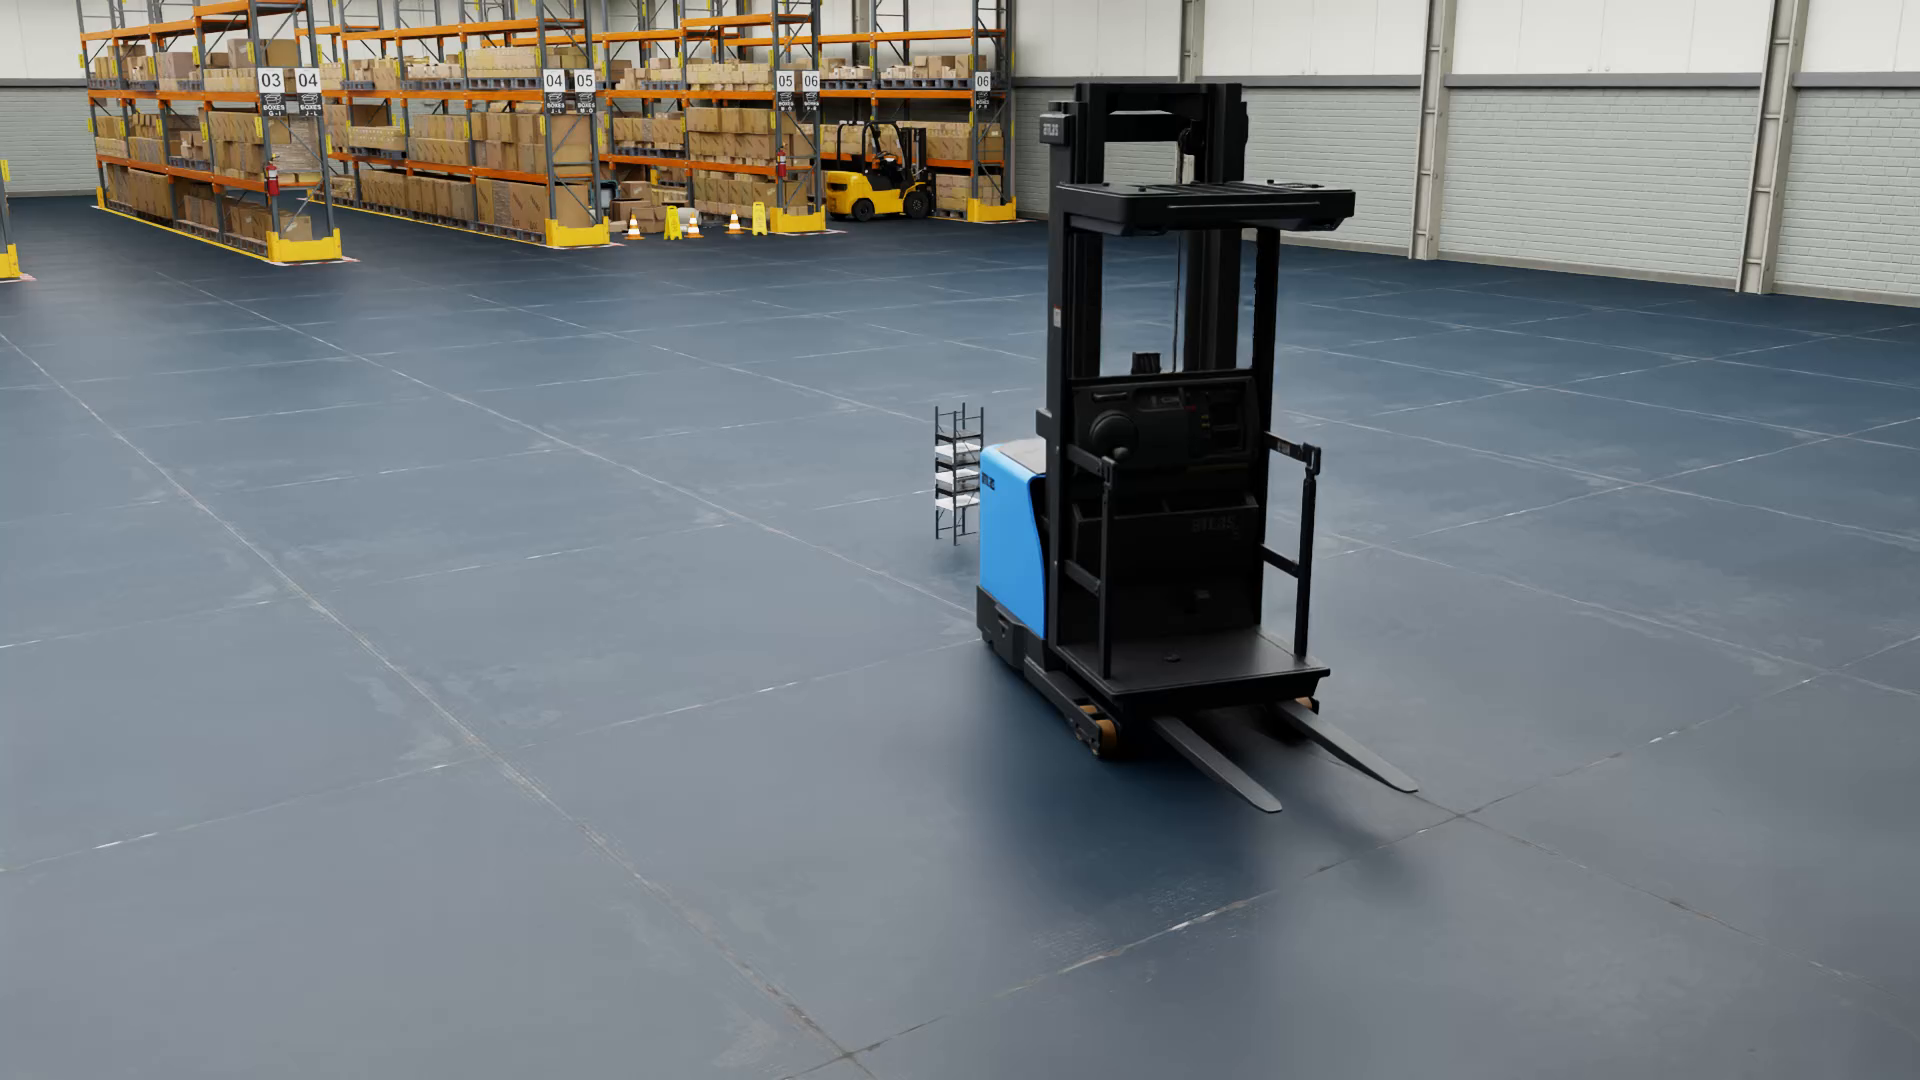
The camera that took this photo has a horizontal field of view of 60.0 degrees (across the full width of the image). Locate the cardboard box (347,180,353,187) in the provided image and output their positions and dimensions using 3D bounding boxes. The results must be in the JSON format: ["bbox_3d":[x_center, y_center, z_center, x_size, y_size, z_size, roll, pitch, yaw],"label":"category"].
[{"bbox_3d":[-14.917,-8.823,41.107,0.380,0.149,0.250,-11,19,-34],"label":"cardboard box"}]

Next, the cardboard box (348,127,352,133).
[{"bbox_3d":[-14.455,-9.837,39.888,0.380,0.149,0.250,-10,18,-32],"label":"cardboard box"}]

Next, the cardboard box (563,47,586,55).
[{"bbox_3d":[-7.198,-9.143,31.099,0.380,0.149,0.250,-11,19,-34],"label":"cardboard box"}]

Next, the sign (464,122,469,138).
[{"bbox_3d":[-10.044,-8.350,33.858,0.100,0.325,0.005,-11,19,-35],"label":"sign"}]

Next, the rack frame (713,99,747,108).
[{"bbox_3d":[-6.357,-11.185,46.261,1.000,3.000,0.127,-11,19,-35],"label":"rack frame"}]

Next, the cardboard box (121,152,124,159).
[{"bbox_3d":[-18.982,-8.824,38.110,0.380,0.149,0.250,-10,18,-33],"label":"cardboard box"}]

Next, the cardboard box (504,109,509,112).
[{"bbox_3d":[-12.052,-11.434,45.087,0.500,0.500,0.500,-11,19,-35],"label":"cardboard box"}]

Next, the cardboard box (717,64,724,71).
[{"bbox_3d":[-4.935,-10.028,35.318,0.380,0.149,0.250,-11,19,-35],"label":"cardboard box"}]

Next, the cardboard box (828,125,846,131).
[{"bbox_3d":[-3.058,-10.264,41.477,0.380,0.149,0.250,-11,19,-35],"label":"cardboard box"}]

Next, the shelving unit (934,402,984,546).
[{"bbox_3d":[-0.005,-0.436,10.964,0.258,0.900,0.210,-11,19,-35],"label":"shelving unit"}]

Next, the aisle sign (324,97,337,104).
[{"bbox_3d":[-16.467,-11.794,43.562,0.394,0.787,0.004,-11,19,-35],"label":"aisle sign"}]

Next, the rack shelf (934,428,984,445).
[{"bbox_3d":[-0.005,-0.664,10.901,0.258,0.077,0.200,-11,19,-35],"label":"rack shelf"}]

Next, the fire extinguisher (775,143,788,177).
[{"bbox_3d":[-3.620,-7.718,33.741,0.296,0.674,0.183,-11,19,-35],"label":"fire extinguisher"}]

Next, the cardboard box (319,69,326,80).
[{"bbox_3d":[-15.725,-11.631,41.545,0.500,0.250,0.500,-12,19,-37],"label":"cardboard box"}]

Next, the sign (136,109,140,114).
[{"bbox_3d":[-20.291,-10.484,41.057,0.100,0.325,0.005,-11,19,-35],"label":"sign"}]

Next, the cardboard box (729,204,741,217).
[{"bbox_3d":[-4.618,-7.082,35.681,0.500,0.250,0.500,-12,19,-37],"label":"cardboard box"}]

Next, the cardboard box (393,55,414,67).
[{"bbox_3d":[-12.411,-10.680,37.095,0.396,0.266,0.258,-11,19,-35],"label":"cardboard box"}]

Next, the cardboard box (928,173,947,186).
[{"bbox_3d":[-0.434,-8.246,38.040,0.500,0.250,0.500,-11,19,-34],"label":"cardboard box"}]

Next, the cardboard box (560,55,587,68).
[{"bbox_3d":[-7.335,-8.973,31.233,0.500,0.250,0.500,-11,19,-35],"label":"cardboard box"}]

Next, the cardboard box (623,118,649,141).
[{"bbox_3d":[-7.629,-9.712,39.330,0.500,0.500,0.500,-10,18,-32],"label":"cardboard box"}]

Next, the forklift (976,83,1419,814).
[{"bbox_3d":[1.034,-0.557,7.559,1.130,2.935,3.031,-5,16,-18],"label":"forklift"}]

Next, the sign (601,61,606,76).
[{"bbox_3d":[-8.472,-11.210,39.540,0.100,0.325,0.005,-11,19,-35],"label":"sign"}]

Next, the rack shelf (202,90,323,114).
[{"bbox_3d":[-12.506,-7.840,29.721,1.077,0.370,4.000,-11,19,-35],"label":"rack shelf"}]

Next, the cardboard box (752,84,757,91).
[{"bbox_3d":[-4.052,-9.320,34.241,0.380,0.149,0.250,-10,18,-33],"label":"cardboard box"}]

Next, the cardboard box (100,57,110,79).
[{"bbox_3d":[-19.812,-11.131,39.208,0.700,0.500,0.500,-12,20,-38],"label":"cardboard box"}]

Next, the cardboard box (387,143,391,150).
[{"bbox_3d":[-12.769,-8.939,37.733,0.380,0.149,0.250,-11,19,-35],"label":"cardboard box"}]

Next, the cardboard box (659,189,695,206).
[{"bbox_3d":[-6.402,-7.905,38.460,0.950,0.372,0.625,-10,18,-31],"label":"cardboard box"}]

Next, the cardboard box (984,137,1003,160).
[{"bbox_3d":[0.632,-8.820,37.430,0.500,0.500,0.500,-10,18,-33],"label":"cardboard box"}]

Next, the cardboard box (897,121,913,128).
[{"bbox_3d":[-1.254,-9.702,38.859,0.380,0.149,0.250,-10,18,-33],"label":"cardboard box"}]

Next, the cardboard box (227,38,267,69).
[{"bbox_3d":[-12.446,-8.485,29.013,0.500,0.500,0.500,-11,19,-35],"label":"cardboard box"}]

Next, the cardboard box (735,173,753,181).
[{"bbox_3d":[-4.565,-7.712,35.334,0.380,0.149,0.250,-10,18,-32],"label":"cardboard box"}]

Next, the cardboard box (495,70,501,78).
[{"bbox_3d":[-8.777,-9.037,32.221,0.380,0.149,0.250,-11,19,-34],"label":"cardboard box"}]

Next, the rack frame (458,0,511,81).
[{"bbox_3d":[-9.611,-10.809,33.524,1.000,3.000,0.127,-11,19,-35],"label":"rack frame"}]

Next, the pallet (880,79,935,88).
[{"bbox_3d":[-1.131,-10.703,38.985,1.003,0.211,1.213,-11,19,-35],"label":"pallet"}]

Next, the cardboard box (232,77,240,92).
[{"bbox_3d":[-12.410,-7.968,29.110,0.500,0.250,0.500,-10,18,-33],"label":"cardboard box"}]

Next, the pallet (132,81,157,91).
[{"bbox_3d":[-17.116,-9.745,35.675,1.003,0.211,1.213,-10,18,-32],"label":"pallet"}]

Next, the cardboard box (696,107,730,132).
[{"bbox_3d":[-5.300,-9.140,36.140,0.700,0.500,0.500,-11,19,-34],"label":"cardboard box"}]

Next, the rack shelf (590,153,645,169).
[{"bbox_3d":[-9.194,-9.640,41.978,1.077,0.370,4.000,-11,19,-35],"label":"rack shelf"}]

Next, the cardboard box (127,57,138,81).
[{"bbox_3d":[-18.037,-10.451,36.912,0.700,0.500,0.500,-10,18,-33],"label":"cardboard box"}]

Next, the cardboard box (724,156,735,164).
[{"bbox_3d":[-4.825,-8.144,35.624,0.380,0.149,0.250,-11,19,-35],"label":"cardboard box"}]

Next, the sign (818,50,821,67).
[{"bbox_3d":[-2.876,-9.804,33.878,0.100,0.325,0.005,-11,19,-35],"label":"sign"}]

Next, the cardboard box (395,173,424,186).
[{"bbox_3d":[-12.577,-8.234,37.997,0.500,0.250,0.500,-11,19,-36],"label":"cardboard box"}]

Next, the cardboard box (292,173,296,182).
[{"bbox_3d":[-11.437,-6.347,29.058,0.380,0.149,0.250,-11,19,-35],"label":"cardboard box"}]

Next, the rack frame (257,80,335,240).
[{"bbox_3d":[-11.330,-6.313,28.461,1.000,3.000,0.127,-11,19,-35],"label":"rack frame"}]

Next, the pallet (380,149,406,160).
[{"bbox_3d":[-12.468,-8.813,37.958,1.213,0.211,1.003,-11,19,-35],"label":"pallet"}]

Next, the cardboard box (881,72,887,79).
[{"bbox_3d":[-1.635,-10.910,39.066,0.380,0.149,0.250,-10,18,-33],"label":"cardboard box"}]

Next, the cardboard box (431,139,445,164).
[{"bbox_3d":[-11.029,-8.358,35.741,0.500,0.500,0.500,-11,19,-35],"label":"cardboard box"}]

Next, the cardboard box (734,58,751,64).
[{"bbox_3d":[-5.940,-12.999,45.349,0.396,0.266,0.258,-11,19,-35],"label":"cardboard box"}]

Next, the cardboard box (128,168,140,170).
[{"bbox_3d":[-18.709,-8.207,38.609,0.875,0.875,0.875,-11,19,-35],"label":"cardboard box"}]

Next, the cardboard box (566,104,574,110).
[{"bbox_3d":[-10.346,-11.365,43.606,0.380,0.149,0.250,-11,19,-35],"label":"cardboard box"}]

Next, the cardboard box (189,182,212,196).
[{"bbox_3d":[-15.616,-7.252,34.370,0.500,0.250,0.500,-10,18,-32],"label":"cardboard box"}]

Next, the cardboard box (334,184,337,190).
[{"bbox_3d":[-15.746,-9.027,42.416,0.380,0.149,0.250,-10,18,-32],"label":"cardboard box"}]

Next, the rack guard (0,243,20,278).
[{"bbox_3d":[-15.419,-4.348,26.015,1.175,0.500,0.348,-11,19,-35],"label":"rack guard"}]

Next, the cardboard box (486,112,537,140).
[{"bbox_3d":[-9.004,-8.326,33.483,0.875,0.550,0.550,-11,19,-35],"label":"cardboard box"}]

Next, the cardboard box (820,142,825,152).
[{"bbox_3d":[-3.342,-9.909,41.883,0.500,0.250,0.500,-12,19,-36],"label":"cardboard box"}]
